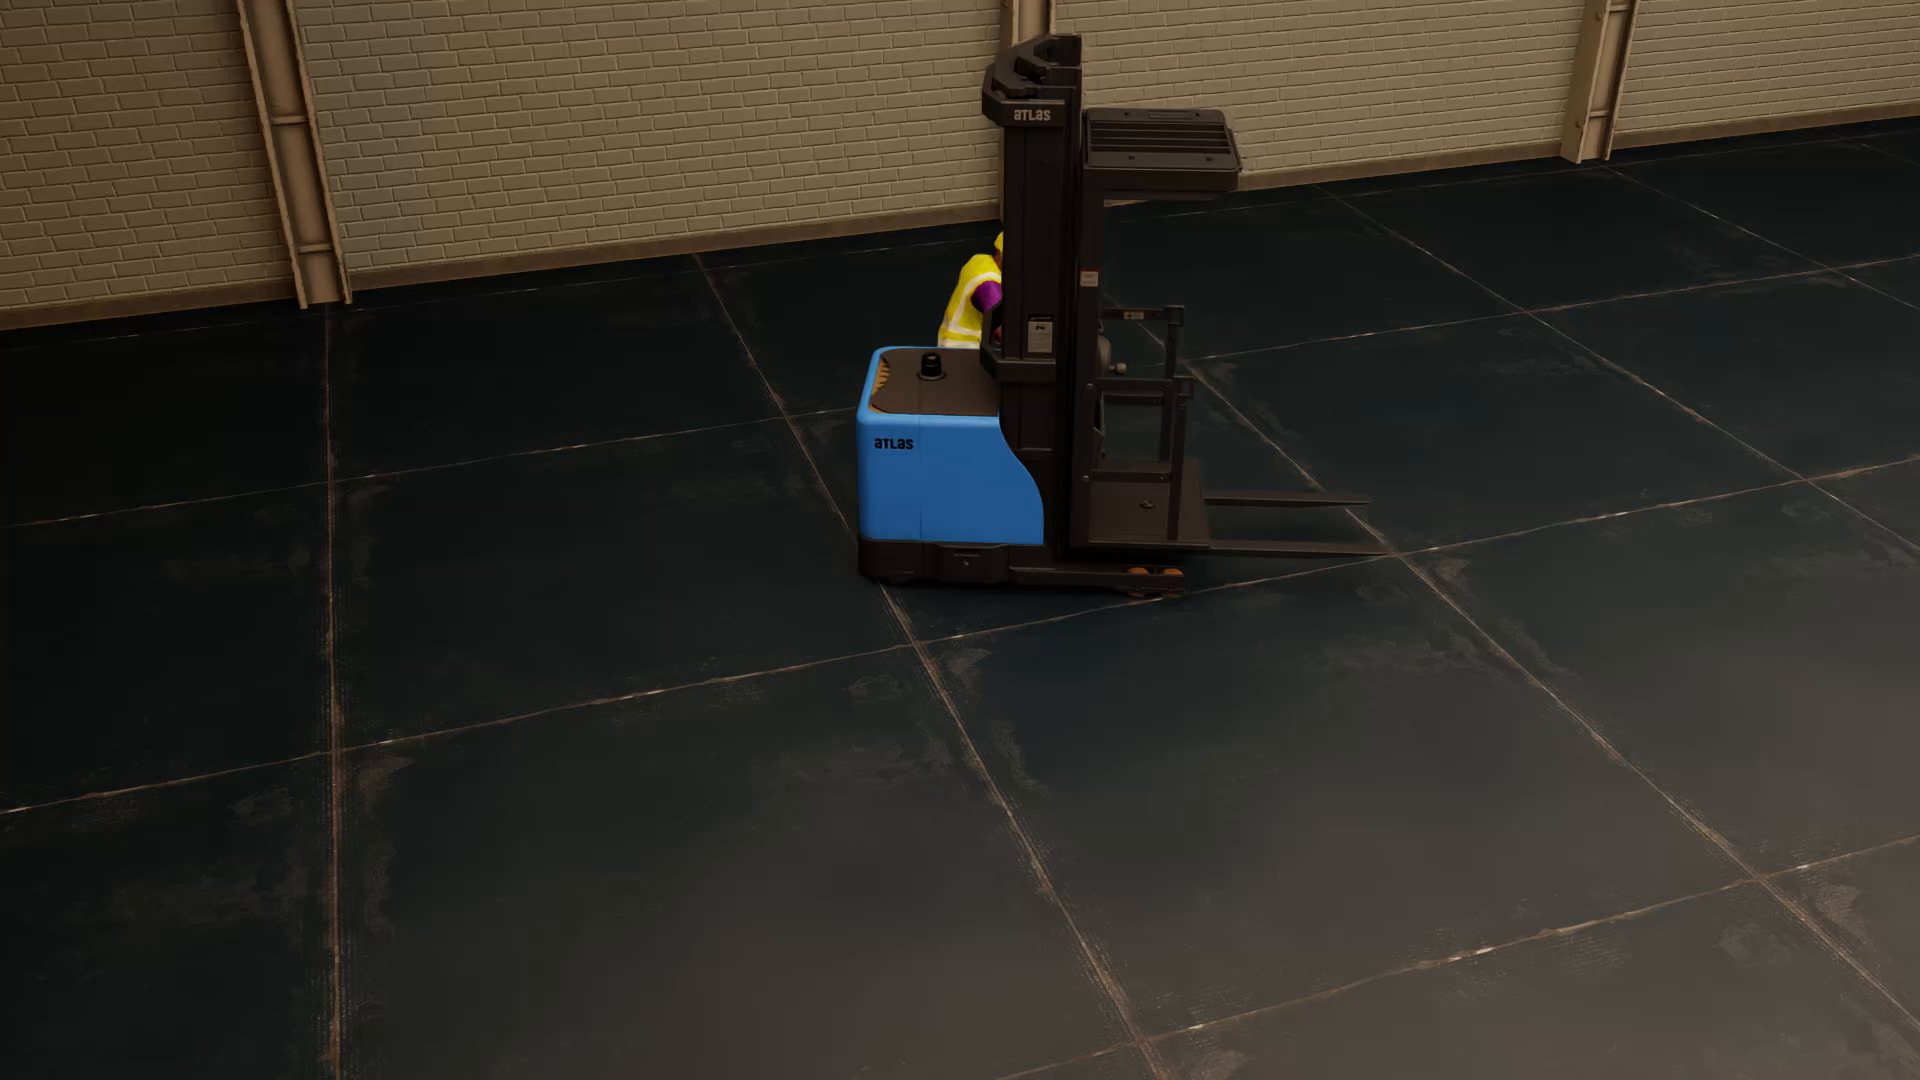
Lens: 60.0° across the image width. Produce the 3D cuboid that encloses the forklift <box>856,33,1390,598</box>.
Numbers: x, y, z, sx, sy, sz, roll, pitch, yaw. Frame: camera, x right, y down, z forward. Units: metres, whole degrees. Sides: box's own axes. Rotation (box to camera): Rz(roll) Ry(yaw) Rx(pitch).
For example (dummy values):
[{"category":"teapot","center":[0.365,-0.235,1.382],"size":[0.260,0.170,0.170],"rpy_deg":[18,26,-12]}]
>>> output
[{"category":"forklift","center":[0.952,-1.216,9.200],"size":[3.031,2.935,1.130],"rpy_deg":[2,30,3]}]

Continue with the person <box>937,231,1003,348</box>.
[{"category":"person","center":[0.343,-1.213,10.623],"size":[0.918,1.501,1.308],"rpy_deg":[-6,30,-10]}]
